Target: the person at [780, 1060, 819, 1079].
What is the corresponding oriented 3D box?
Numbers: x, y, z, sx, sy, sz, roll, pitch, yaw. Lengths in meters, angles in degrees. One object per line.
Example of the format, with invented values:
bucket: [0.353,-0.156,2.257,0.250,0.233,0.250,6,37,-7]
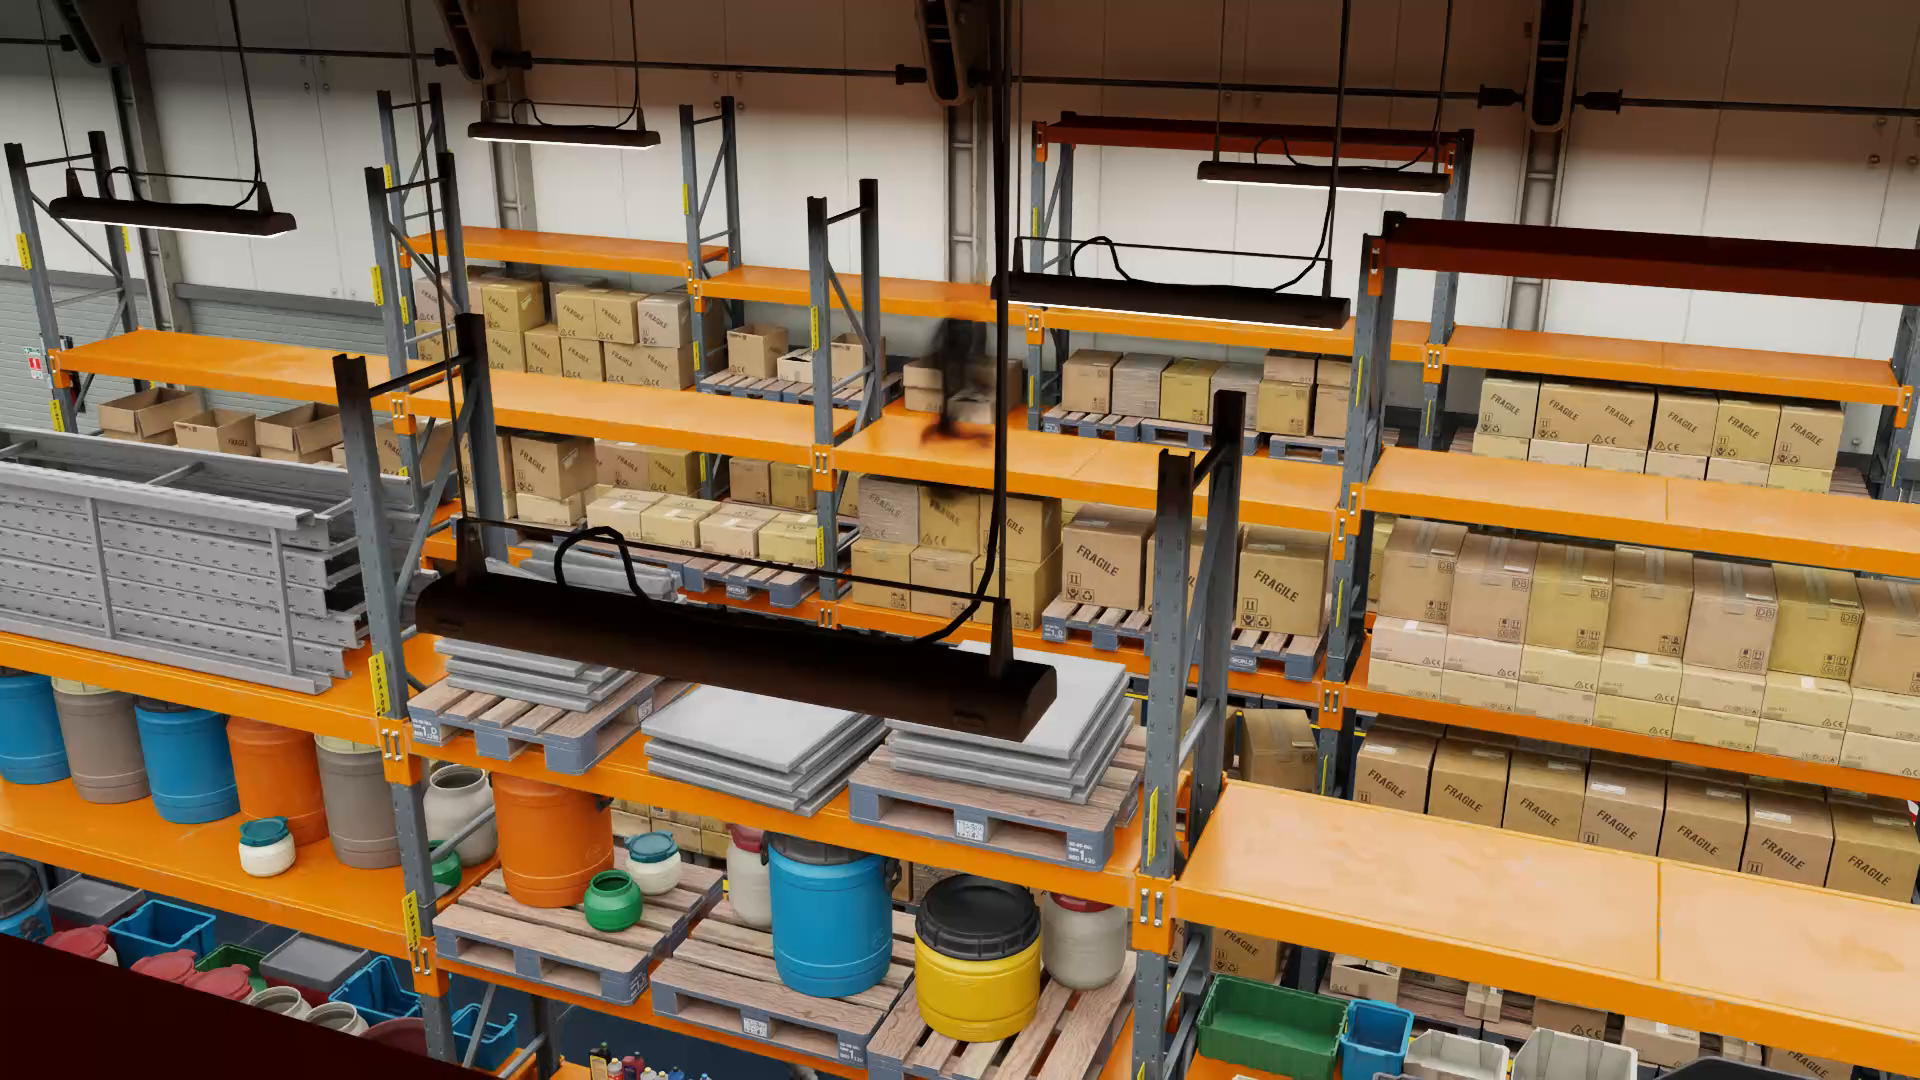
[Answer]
person: [-1.245,3.238,11.593,0.630,1.658,0.580,8,22,20]
